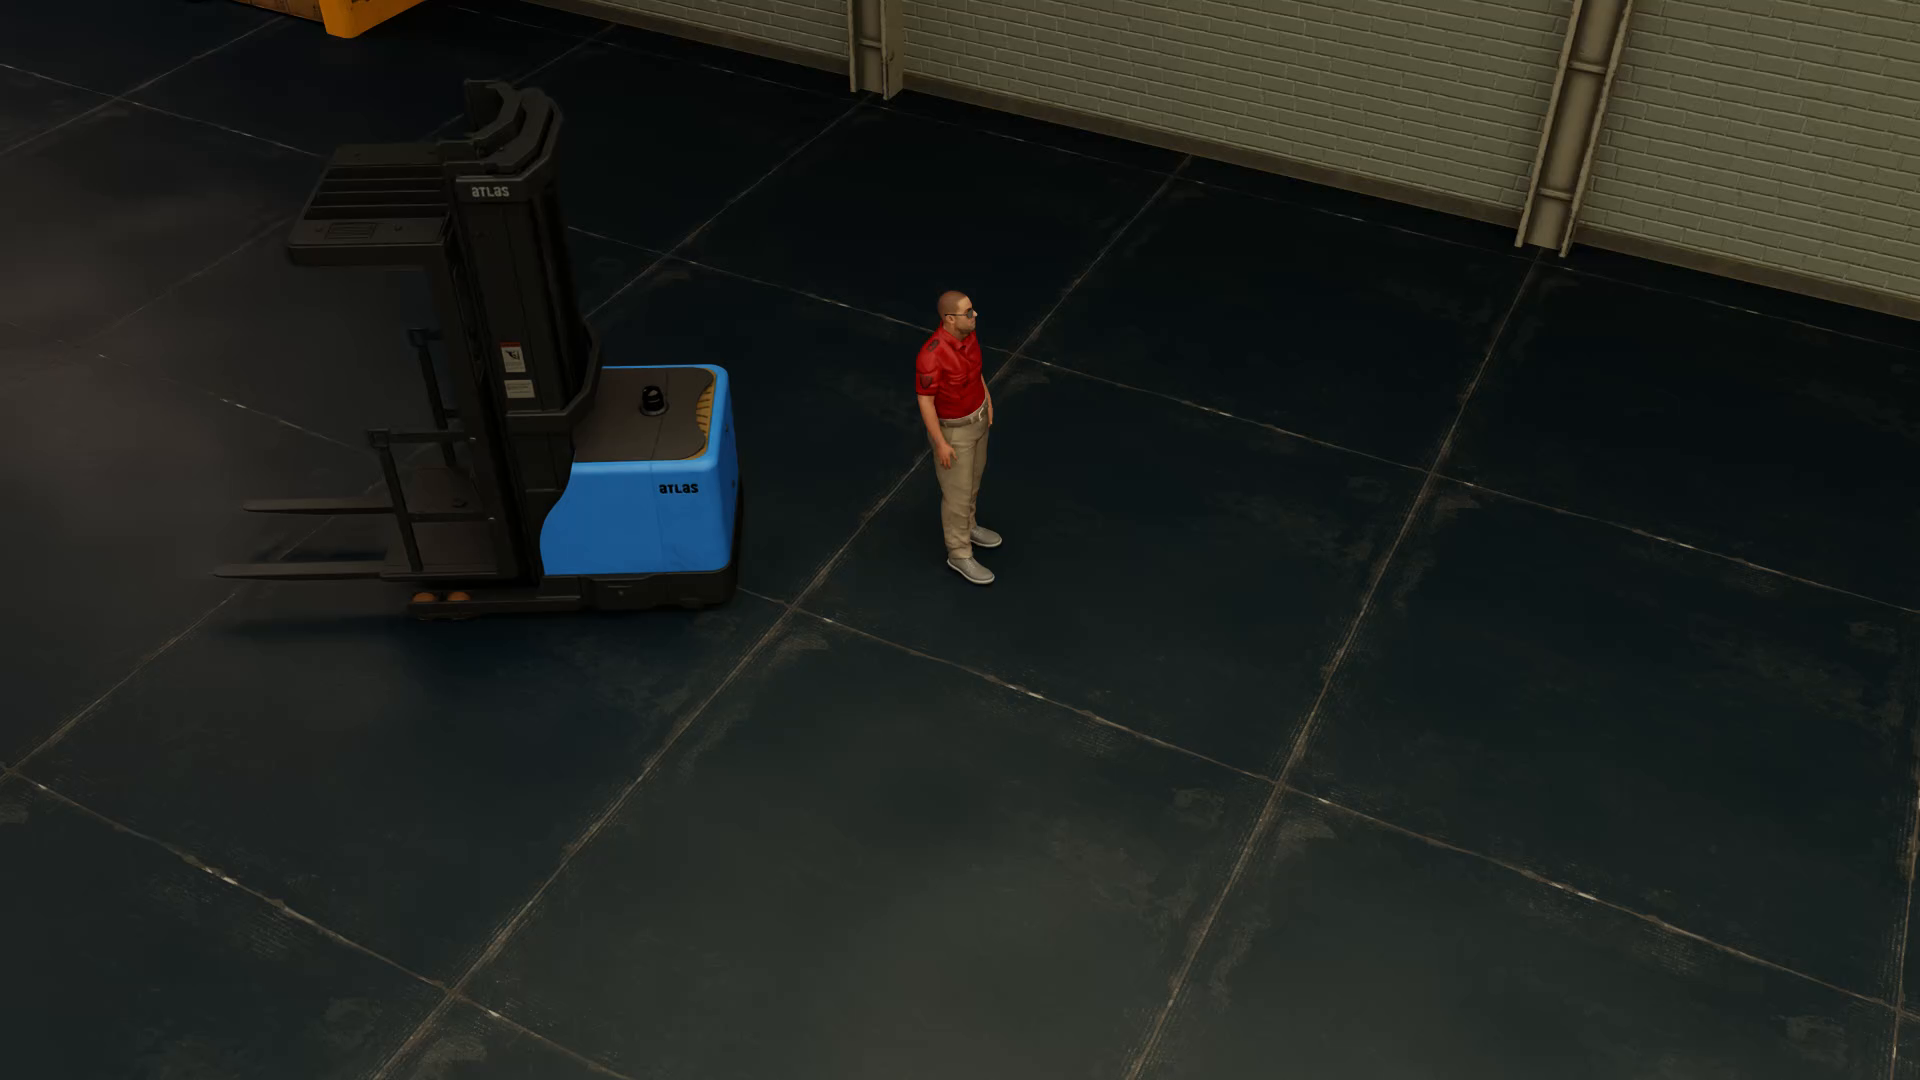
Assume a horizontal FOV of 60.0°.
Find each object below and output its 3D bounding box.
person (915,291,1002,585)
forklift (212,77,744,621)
[{"bbox_3d":[0.074,-0.633,9.661,0.551,1.727,0.640,18,43,21],"label":"person"},{"bbox_3d":[-2.853,-1.000,9.174,3.031,2.935,1.130,-1,40,-2],"label":"forklift"}]
